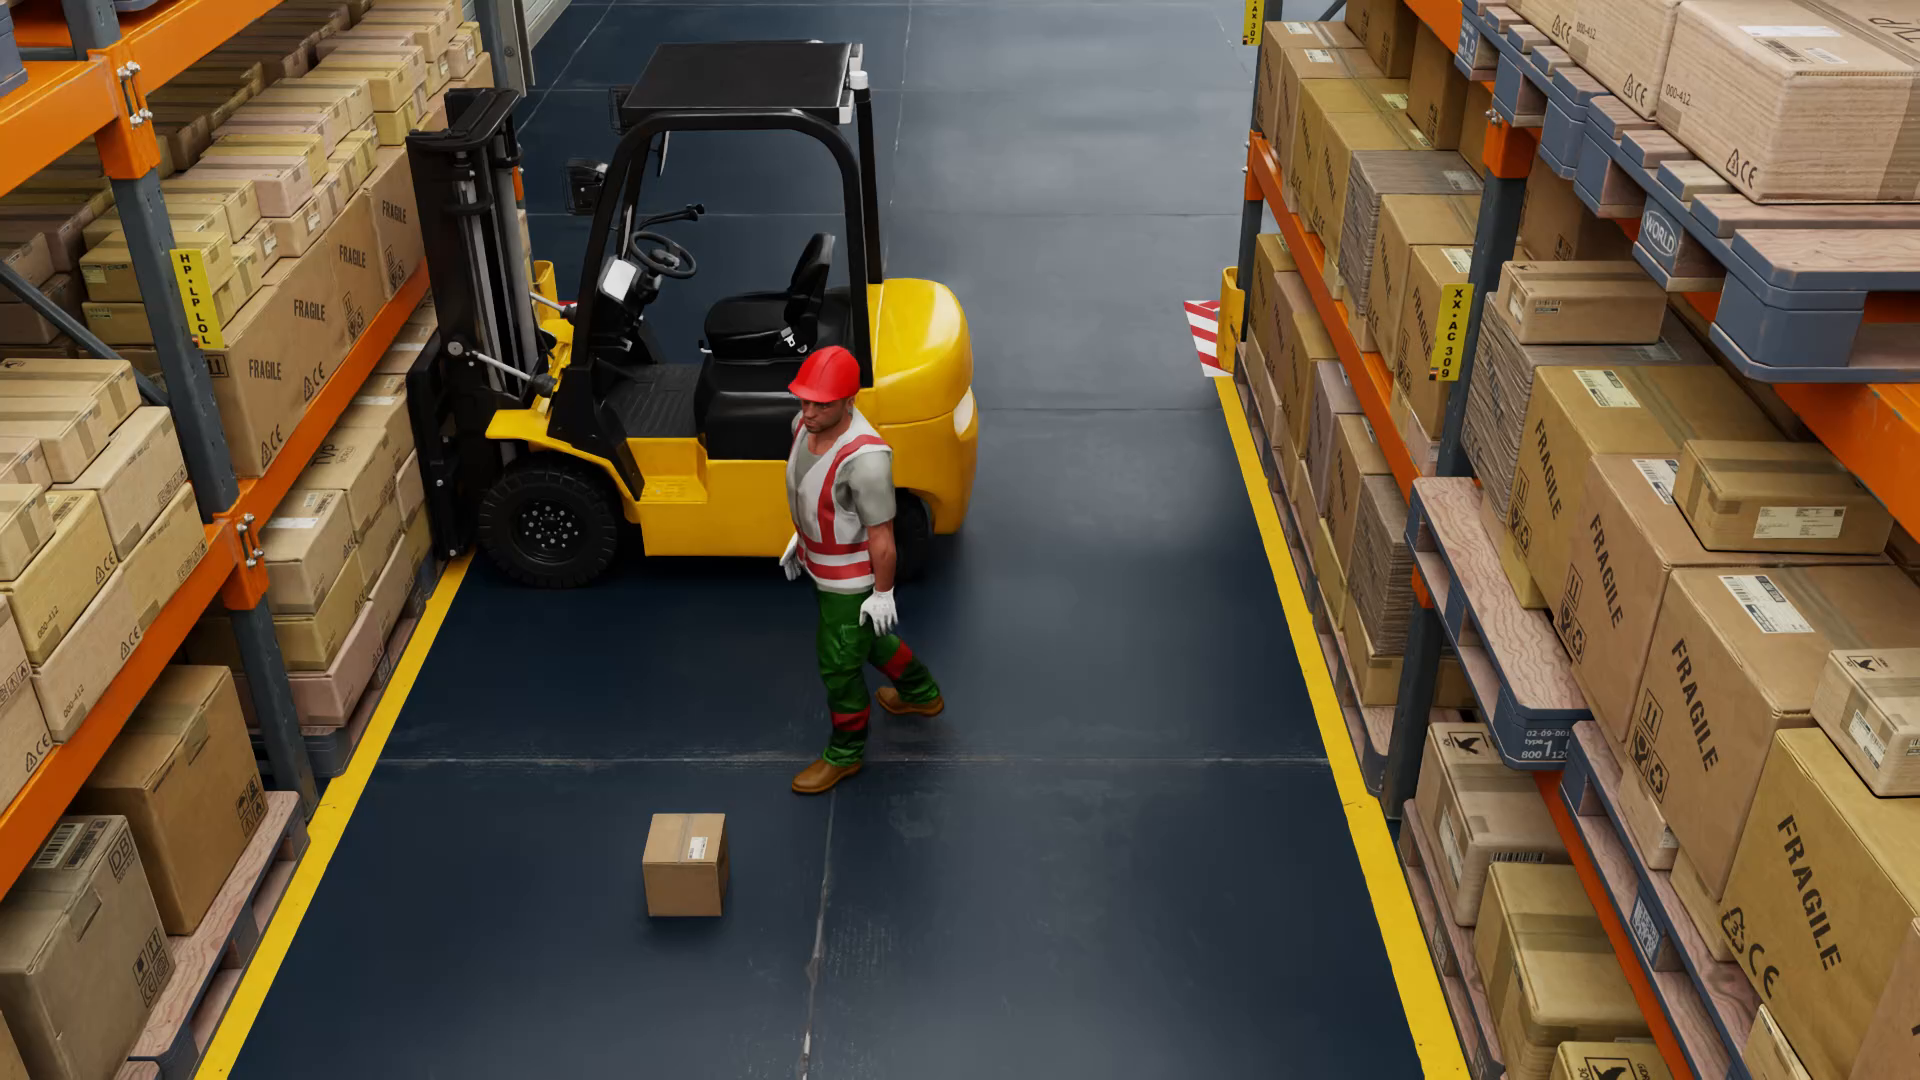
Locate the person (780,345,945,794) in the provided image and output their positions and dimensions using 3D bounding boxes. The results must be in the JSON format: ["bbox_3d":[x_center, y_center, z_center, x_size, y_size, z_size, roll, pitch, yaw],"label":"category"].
[{"bbox_3d":[-0.348,0.082,5.968,0.692,1.782,0.548,-15,34,-23],"label":"person"}]
